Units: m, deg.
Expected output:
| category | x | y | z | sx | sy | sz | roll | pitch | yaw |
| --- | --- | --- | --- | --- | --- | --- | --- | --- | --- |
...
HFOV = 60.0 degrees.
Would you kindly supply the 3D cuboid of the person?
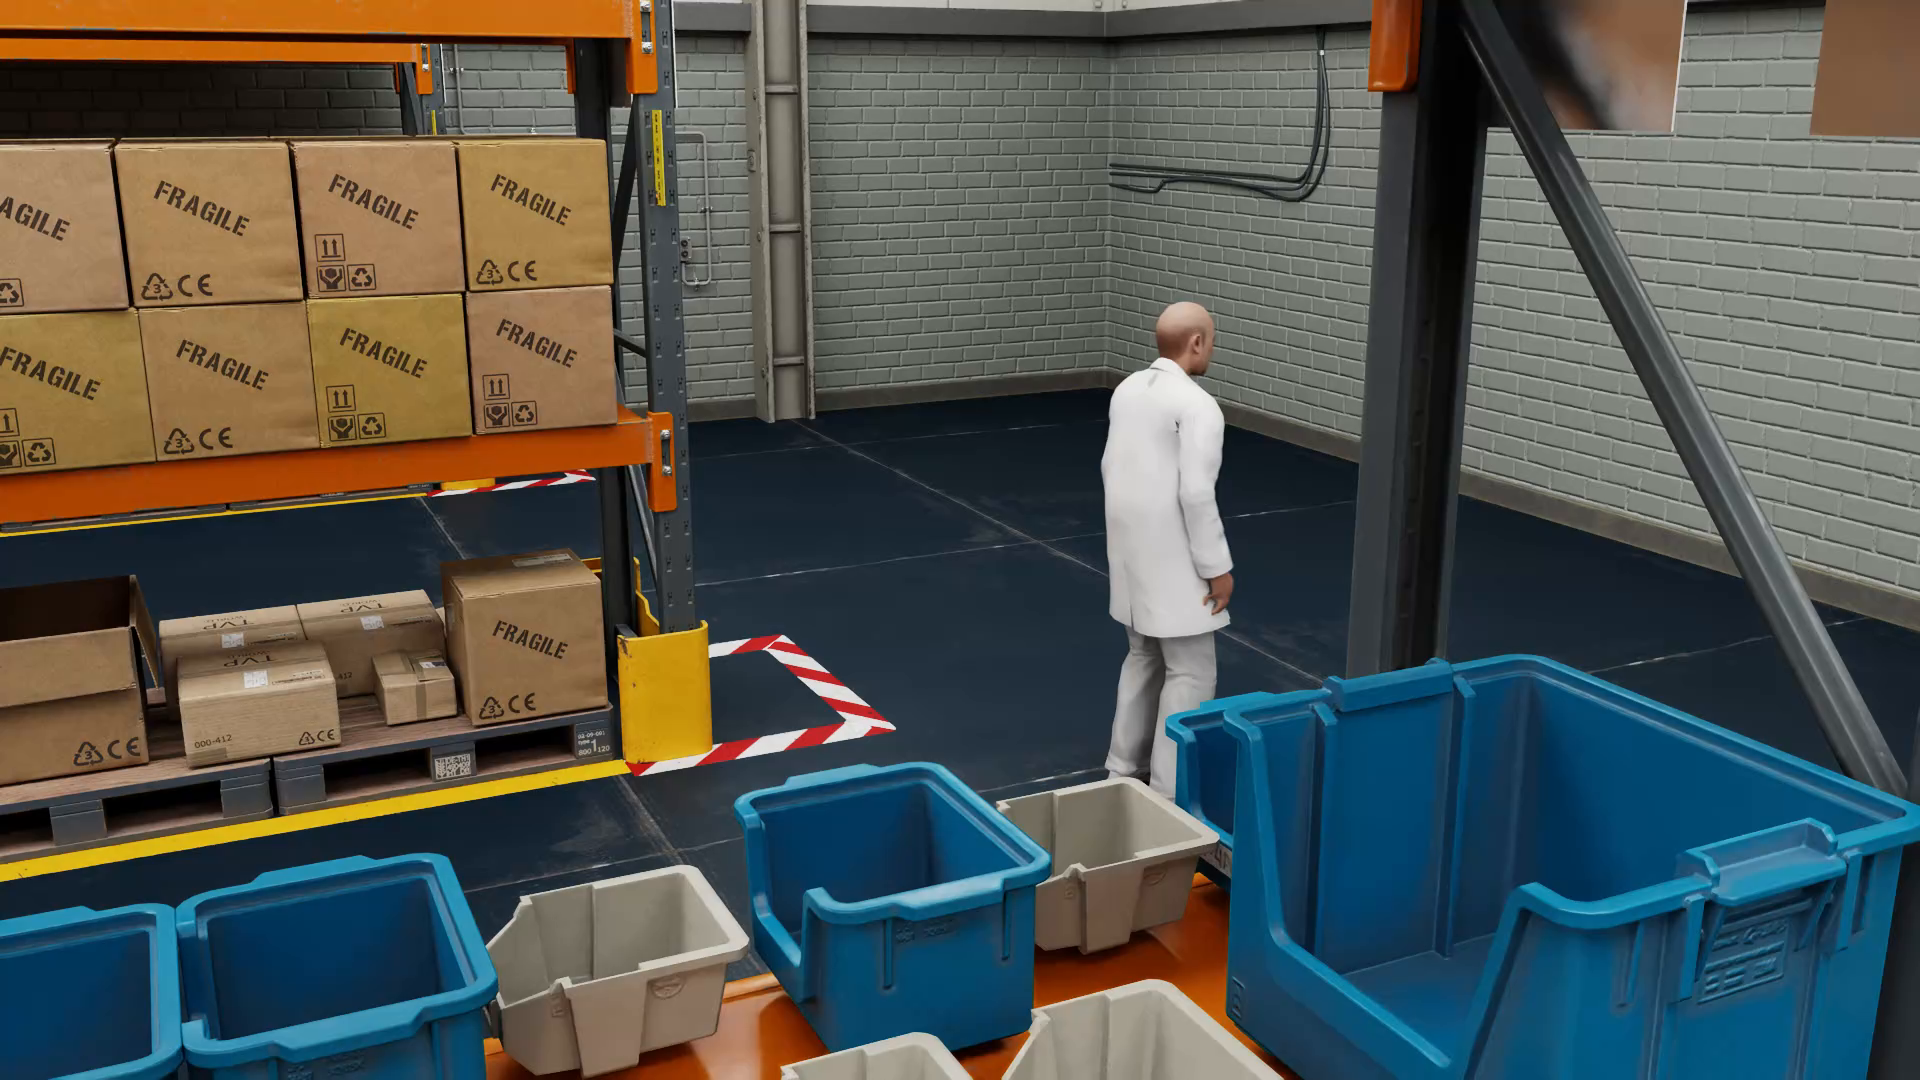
| category | x | y | z | sx | sy | sz | roll | pitch | yaw |
| --- | --- | --- | --- | --- | --- | --- | --- | --- | --- |
| person | 0.725 | 0.063 | 5.813 | 0.417 | 1.774 | 0.650 | -7 | 17 | -26 |
